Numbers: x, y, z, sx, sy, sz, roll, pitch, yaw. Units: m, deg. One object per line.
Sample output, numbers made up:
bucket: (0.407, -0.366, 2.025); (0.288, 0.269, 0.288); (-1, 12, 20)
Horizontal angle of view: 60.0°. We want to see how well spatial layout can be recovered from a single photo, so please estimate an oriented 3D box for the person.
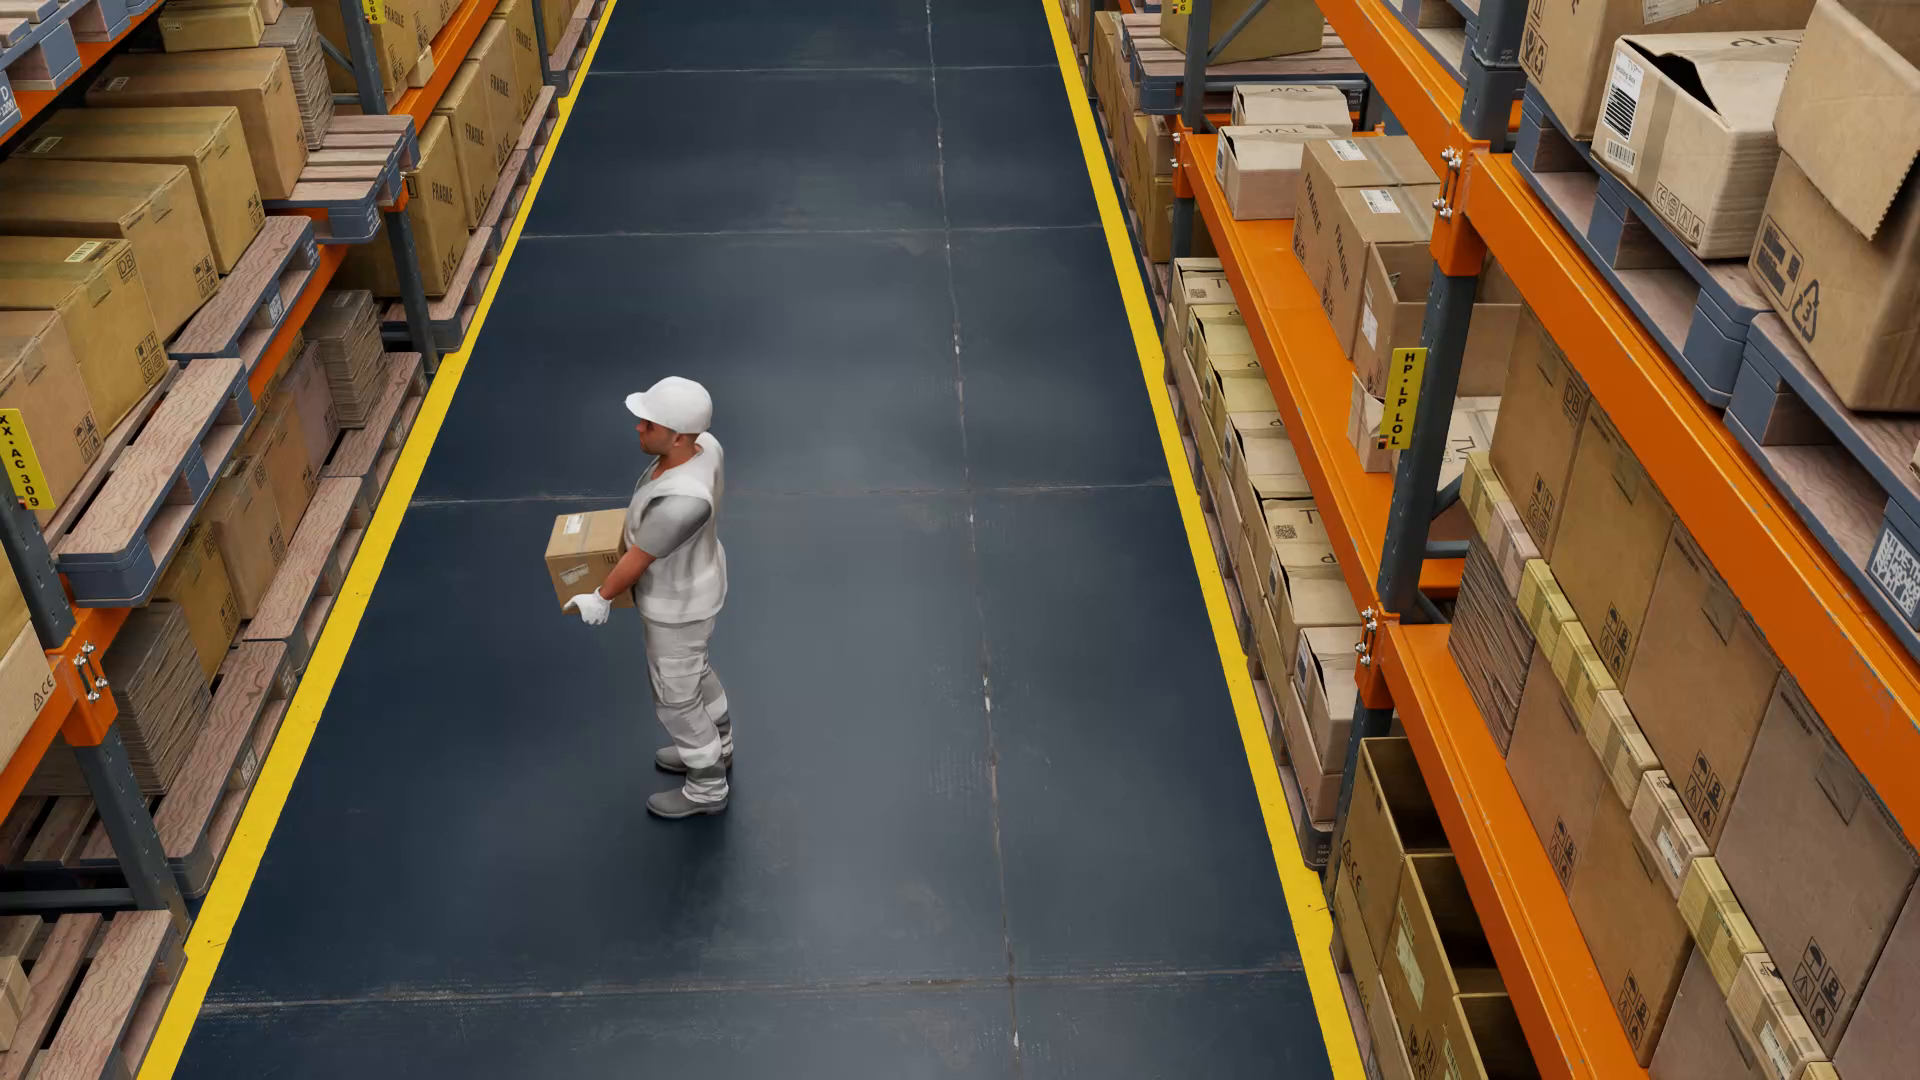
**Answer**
person: (-1.077, 0.216, 5.820); (0.560, 1.782, 0.494); (-1, 35, -1)
